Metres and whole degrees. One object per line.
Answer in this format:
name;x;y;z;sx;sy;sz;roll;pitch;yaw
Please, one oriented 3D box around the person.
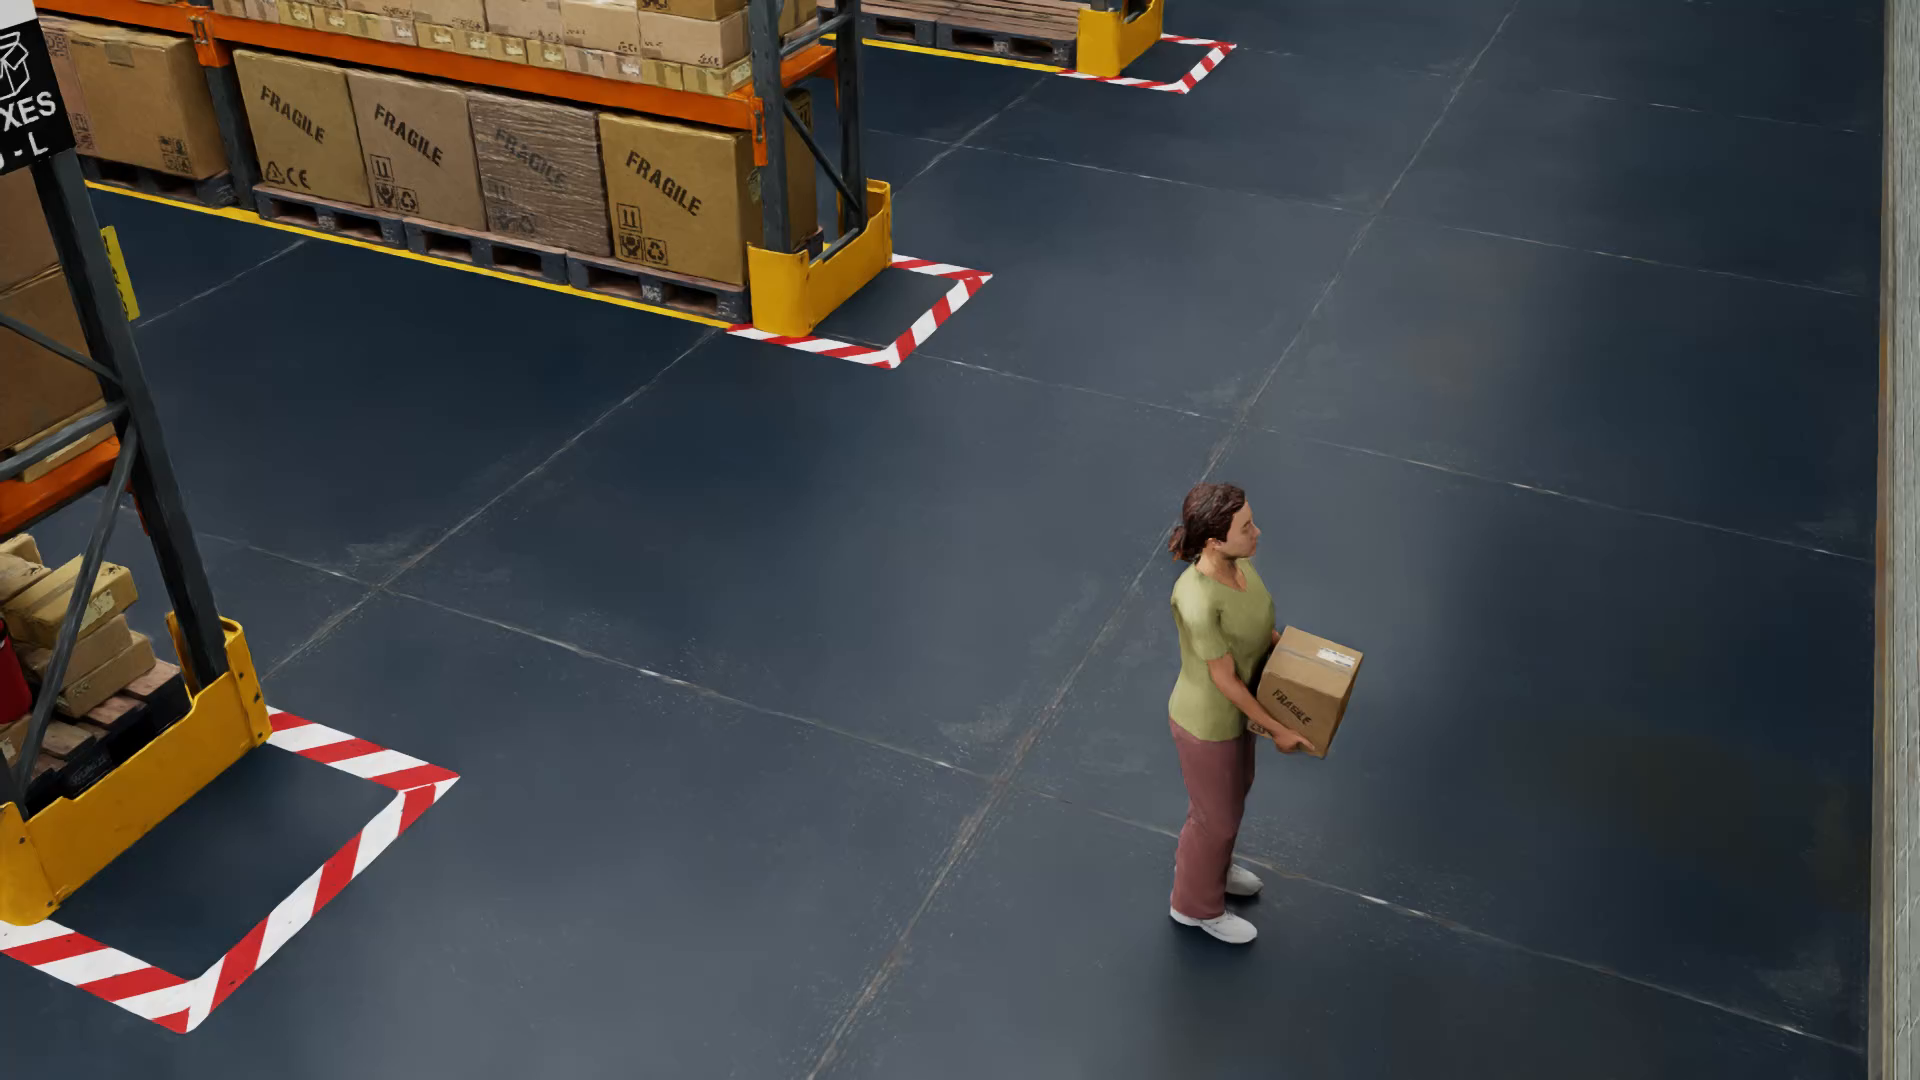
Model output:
person;0.884;0.570;5.303;0.562;1.662;0.425;15;37;21
